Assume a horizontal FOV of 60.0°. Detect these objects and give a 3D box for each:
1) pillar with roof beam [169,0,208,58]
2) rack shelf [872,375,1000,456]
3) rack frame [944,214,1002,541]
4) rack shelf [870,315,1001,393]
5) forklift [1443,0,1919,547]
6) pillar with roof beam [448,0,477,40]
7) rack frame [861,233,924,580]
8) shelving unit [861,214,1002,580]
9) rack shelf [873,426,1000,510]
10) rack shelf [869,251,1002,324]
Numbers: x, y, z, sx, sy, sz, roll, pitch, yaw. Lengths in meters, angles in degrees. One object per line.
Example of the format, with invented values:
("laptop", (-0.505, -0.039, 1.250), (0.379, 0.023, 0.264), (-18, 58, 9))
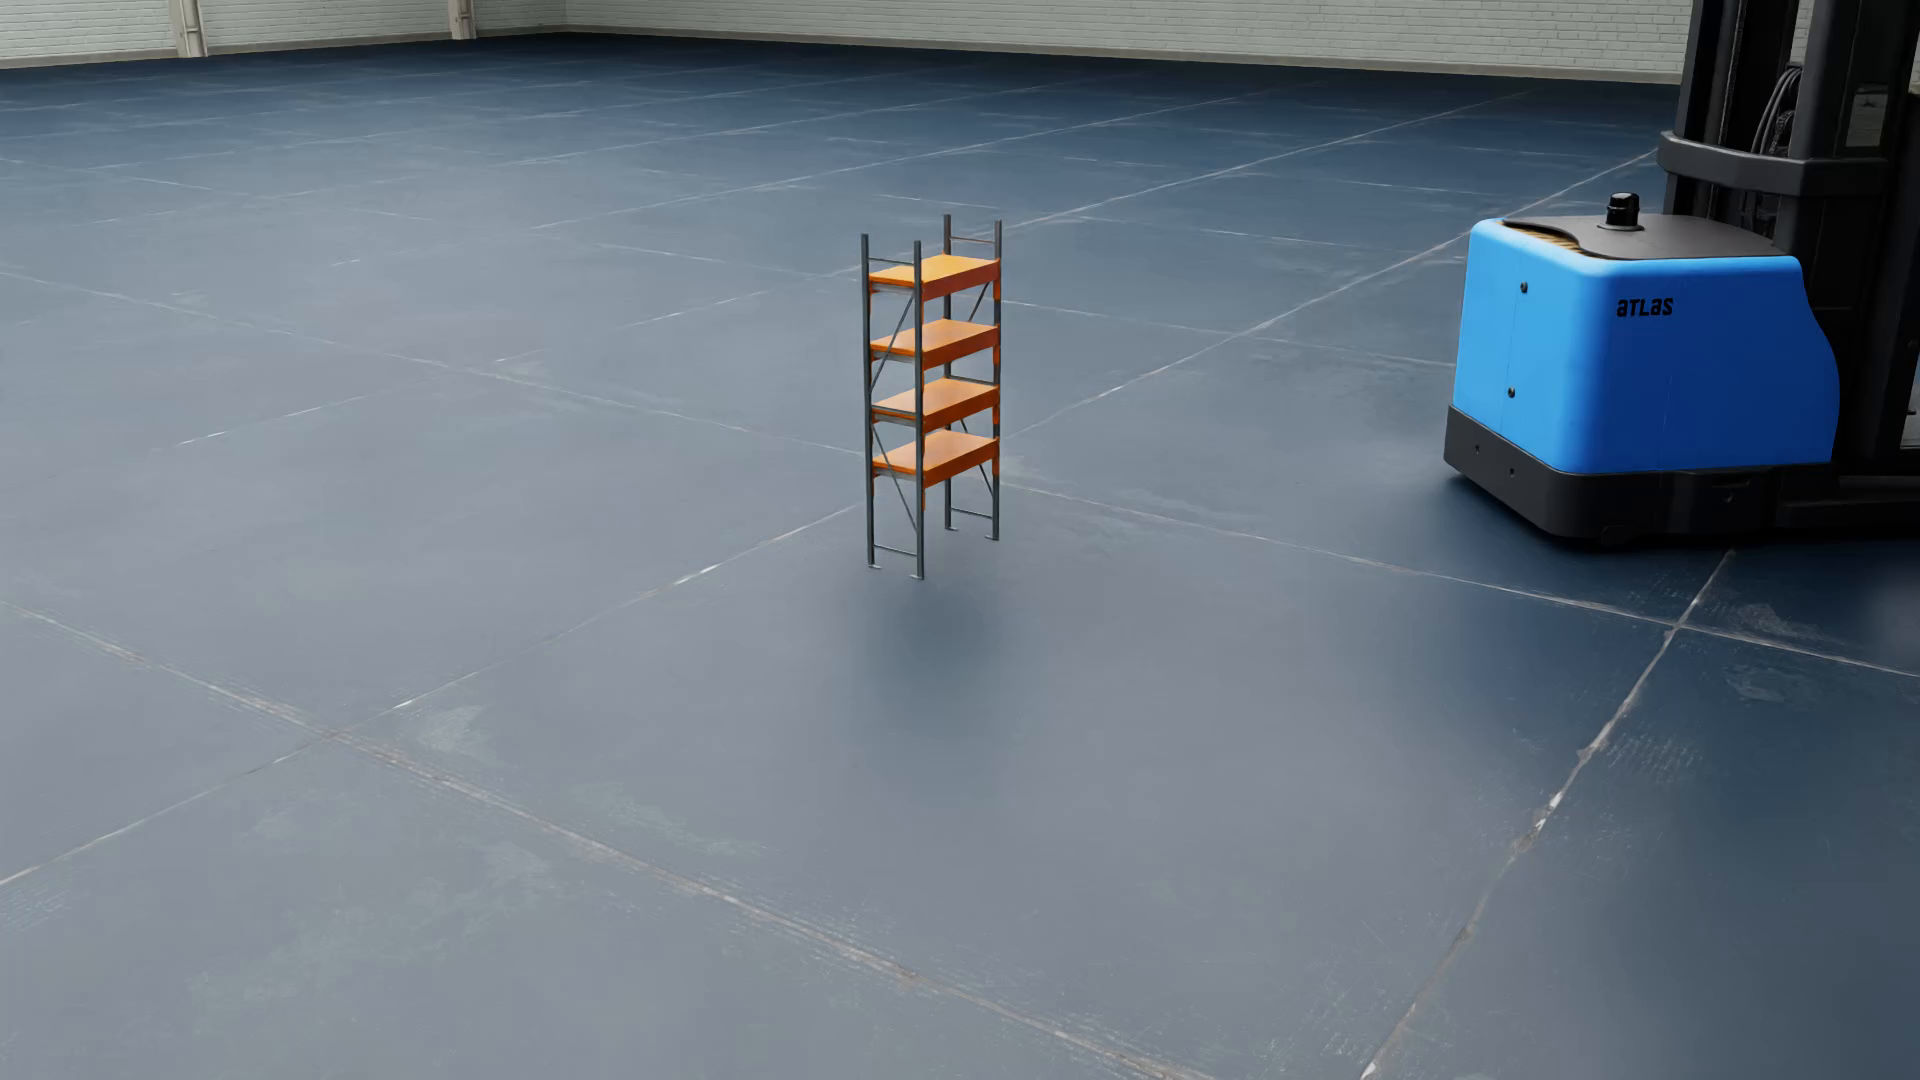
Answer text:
("pillar with roof beam", (-9.912, -11.867, 25.375), (9.100, 9.000, 0.400), (13, 24, 32))
("rack shelf", (-0.093, -0.452, 5.952), (0.258, 0.148, 0.480), (13, 24, 32))
("rack frame", (0.044, -0.585, 6.118), (0.240, 1.200, 0.015), (13, 24, 32))
("rack shelf", (-0.093, -0.662, 5.874), (0.258, 0.148, 0.480), (13, 24, 32))
("forklift", (3.586, -1.571, 6.288), (3.031, 2.935, 1.130), (-3, 21, -8))
("pillar with roof beam", (-6.539, -13.588, 30.029), (9.100, 9.000, 0.400), (13, 24, 32))
("rack frame", (-0.230, -0.445, 5.739), (0.240, 1.200, 0.015), (13, 24, 32))
("shelving unit", (-0.093, -0.515, 5.928), (0.258, 1.200, 0.503), (13, 24, 32))
("rack shelf", (-0.093, -0.266, 6.021), (0.258, 0.148, 0.480), (13, 24, 32))
("rack shelf", (-0.093, -0.884, 5.792), (0.258, 0.148, 0.480), (13, 24, 32))
